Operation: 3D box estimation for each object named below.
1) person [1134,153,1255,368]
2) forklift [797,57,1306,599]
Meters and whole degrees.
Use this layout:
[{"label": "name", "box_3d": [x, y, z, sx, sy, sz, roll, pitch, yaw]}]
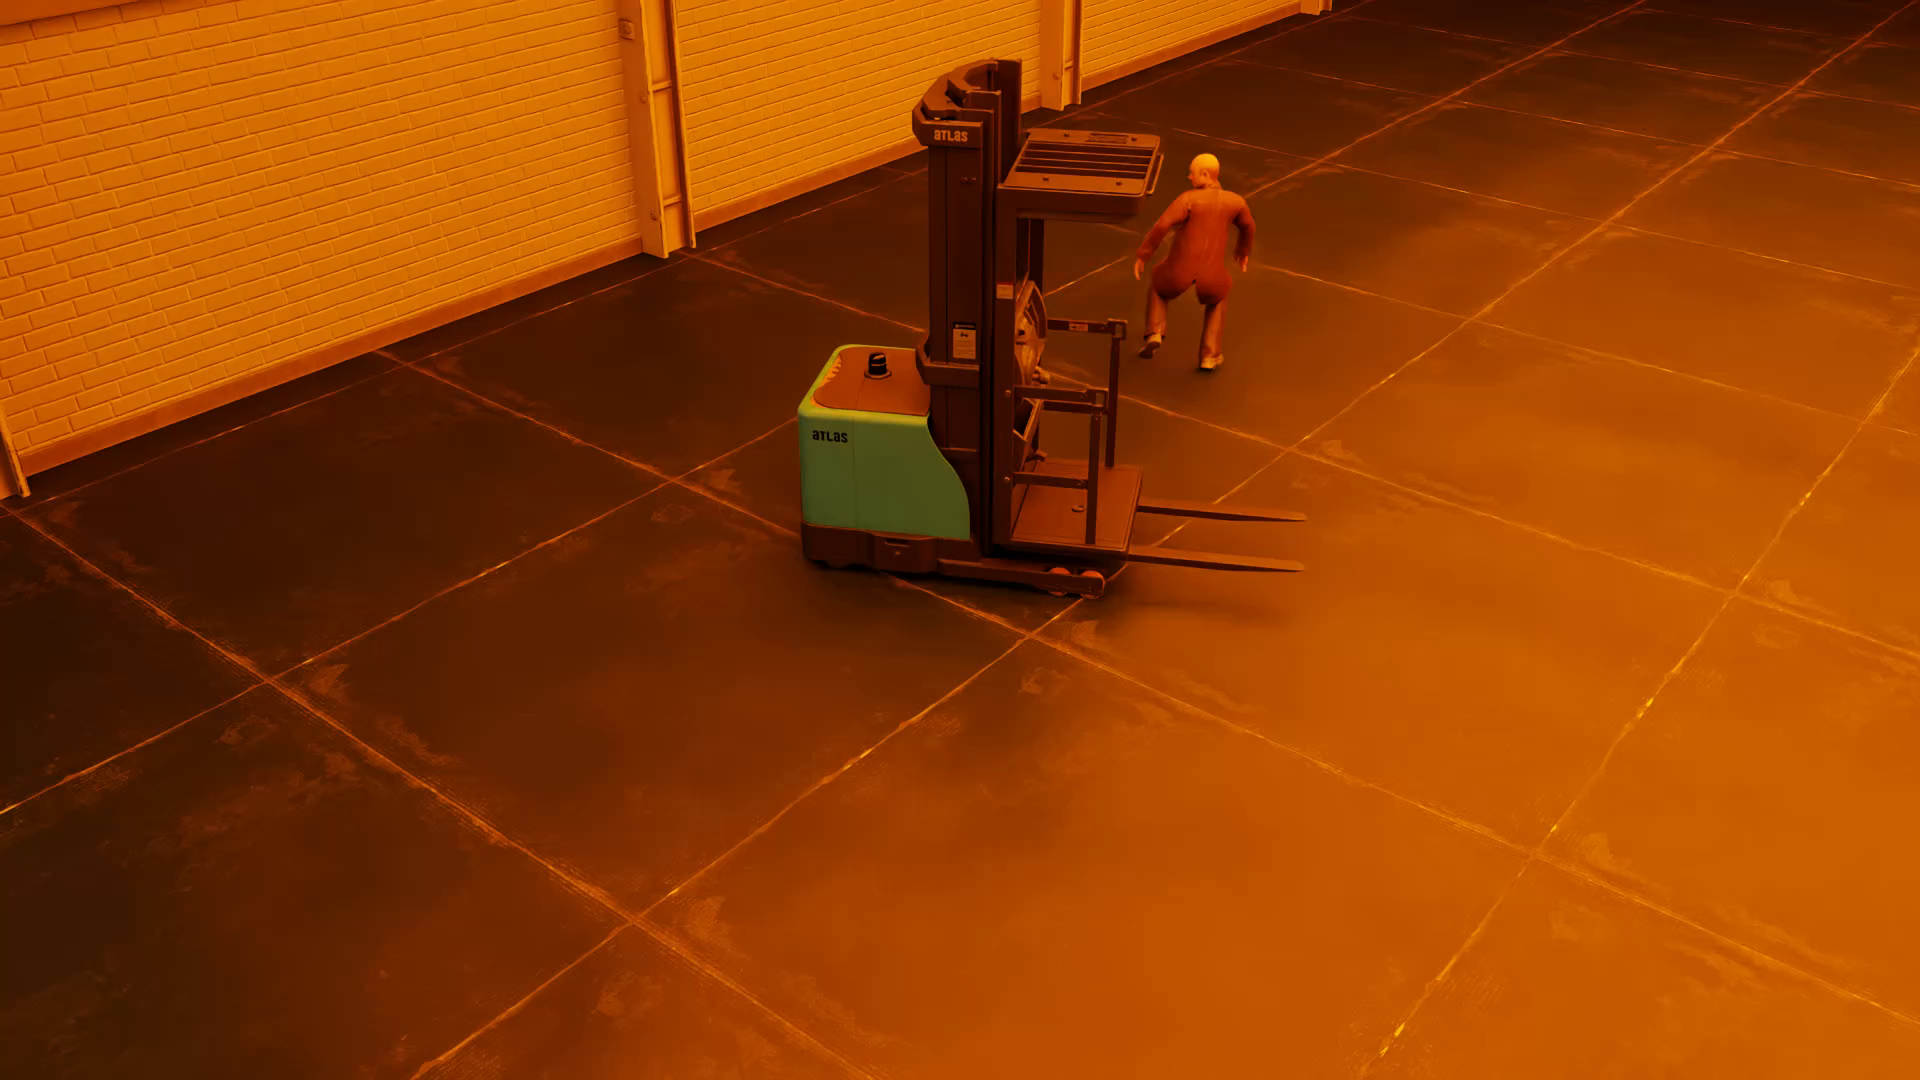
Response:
[{"label": "person", "box_3d": [1.741, -2.058, 12.412, 0.922, 1.670, 0.581, 0, 30, 0]}, {"label": "forklift", "box_3d": [0.599, -1.207, 9.660, 3.031, 2.935, 1.130, 6, 31, 9]}]
